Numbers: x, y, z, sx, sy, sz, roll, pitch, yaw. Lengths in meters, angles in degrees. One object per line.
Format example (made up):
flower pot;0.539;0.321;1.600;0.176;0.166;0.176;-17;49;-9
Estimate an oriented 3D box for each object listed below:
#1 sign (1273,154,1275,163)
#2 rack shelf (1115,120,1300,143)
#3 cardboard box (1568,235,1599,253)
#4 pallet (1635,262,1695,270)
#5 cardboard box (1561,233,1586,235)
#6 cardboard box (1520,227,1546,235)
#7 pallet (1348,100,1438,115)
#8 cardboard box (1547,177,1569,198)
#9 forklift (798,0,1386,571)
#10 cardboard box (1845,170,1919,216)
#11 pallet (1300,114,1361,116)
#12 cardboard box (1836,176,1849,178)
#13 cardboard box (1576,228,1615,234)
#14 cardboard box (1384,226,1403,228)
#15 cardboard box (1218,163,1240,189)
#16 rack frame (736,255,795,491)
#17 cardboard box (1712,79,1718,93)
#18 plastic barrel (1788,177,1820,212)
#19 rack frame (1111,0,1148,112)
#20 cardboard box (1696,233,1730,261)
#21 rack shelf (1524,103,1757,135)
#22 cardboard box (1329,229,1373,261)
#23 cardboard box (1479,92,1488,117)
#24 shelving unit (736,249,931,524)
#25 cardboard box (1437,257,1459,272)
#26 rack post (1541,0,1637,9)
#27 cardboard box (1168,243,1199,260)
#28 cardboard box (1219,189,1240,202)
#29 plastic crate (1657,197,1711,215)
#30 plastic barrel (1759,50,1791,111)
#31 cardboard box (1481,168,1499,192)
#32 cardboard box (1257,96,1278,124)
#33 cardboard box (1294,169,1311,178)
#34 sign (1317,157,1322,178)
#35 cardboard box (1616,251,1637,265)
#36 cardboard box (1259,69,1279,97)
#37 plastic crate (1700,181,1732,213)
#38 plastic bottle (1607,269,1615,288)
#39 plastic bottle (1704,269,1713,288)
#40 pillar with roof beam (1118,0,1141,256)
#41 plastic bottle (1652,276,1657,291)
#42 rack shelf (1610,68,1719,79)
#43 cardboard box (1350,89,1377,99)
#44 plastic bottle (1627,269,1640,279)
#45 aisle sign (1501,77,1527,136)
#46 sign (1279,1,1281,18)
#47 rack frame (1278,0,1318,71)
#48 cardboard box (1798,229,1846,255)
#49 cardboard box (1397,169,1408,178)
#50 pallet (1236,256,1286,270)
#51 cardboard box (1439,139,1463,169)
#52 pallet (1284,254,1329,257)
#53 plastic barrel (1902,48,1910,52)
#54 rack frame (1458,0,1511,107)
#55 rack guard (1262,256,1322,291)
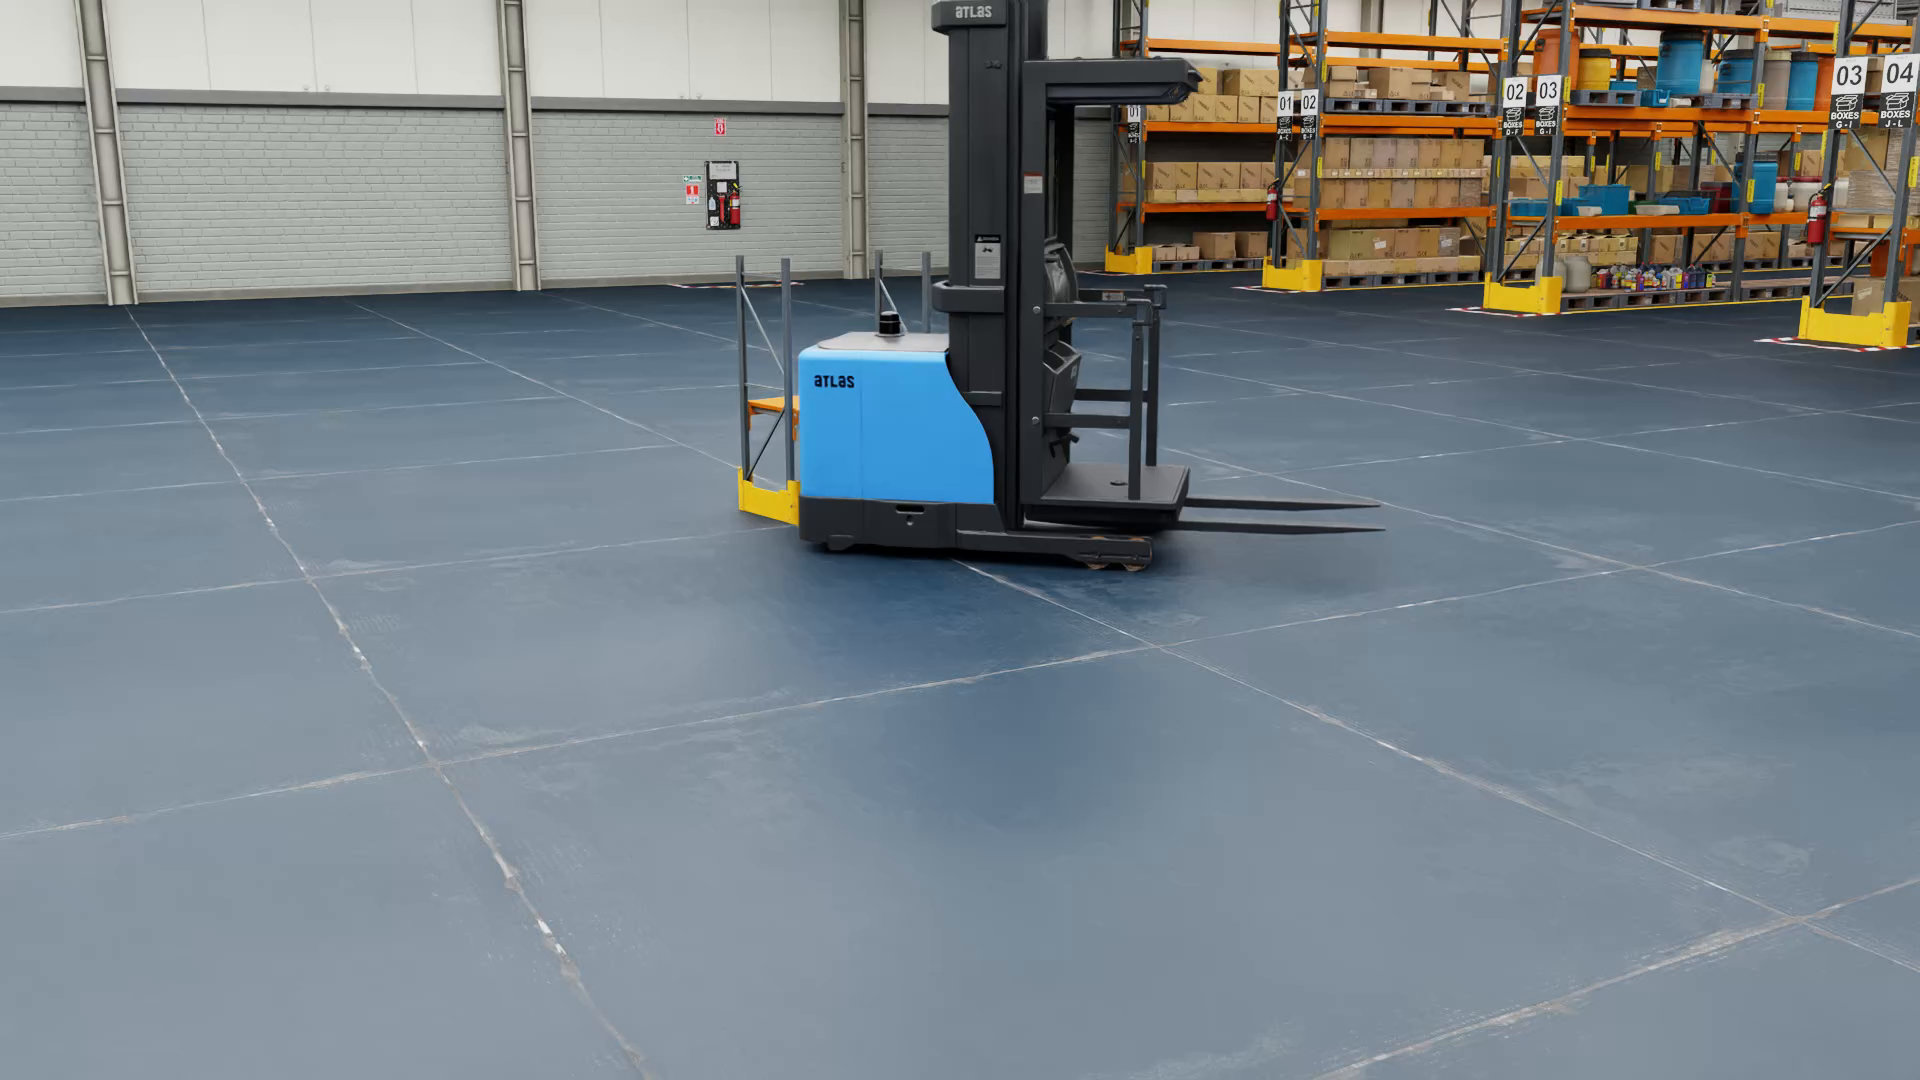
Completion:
sign;6.417;-7.714;33.917;0.005;0.325;0.100;-7;14;-28
rack shelf;4.931;-7.945;32.386;4.000;0.370;1.077;-7;14;-28
cardboard box;11.335;-5.435;30.457;0.500;0.311;0.500;-7;14;-28
pallet;13.248;-5.220;31.823;1.213;0.211;1.003;-7;14;-28
cardboard box;11.517;-5.591;31.149;0.500;0.311;0.500;-7;15;-29
cardboard box;12.421;-6.853;36.667;0.750;0.750;0.750;-6;14;-26
pallet;7.257;-7.286;28.024;1.213;0.211;1.003;-7;14;-28
cardboard box;10.647;-6.323;30.145;0.500;0.500;0.500;-7;14;-28
forklift;0.715;-1.402;8.662;3.031;2.935;1.130;3;13;11
cardboard box;10.791;-4.005;19.166;0.500;0.500;0.875;-7;14;-28
pallet;7.279;-8.459;33.459;1.003;0.211;1.213;-7;14;-28
cardboard box;17.551;-7.087;33.538;0.500;0.500;0.500;-7;14;-28
cardboard box;14.414;-6.929;37.801;0.500;0.500;0.700;-7;14;-27
cardboard box;7.628;-5.224;29.088;0.500;0.500;0.500;-7;14;-28
cardboard box;5.081;-7.076;32.309;0.500;0.500;0.500;-6;14;-26
rack frame;-1.118;-0.870;9.561;0.032;1.500;0.500;-11;17;-40
cardboard box;14.438;-8.516;31.875;0.600;0.600;0.600;-7;15;-30
plastic barrel;13.022;-5.335;25.675;0.433;0.535;0.433;0;13;0
rack frame;3.175;-9.549;31.042;0.127;3.000;1.000;-7;14;-28
cardboard box;14.466;-5.661;32.123;0.500;0.500;0.500;-7;15;-30
rack shelf;9.678;-6.035;23.902;4.000;0.370;1.077;-7;14;-28
cardboard box;6.567;-4.963;27.930;0.500;0.500;0.500;-7;14;-28
cardboard box;11.035;-9.318;35.621;0.500;0.500;0.700;-8;15;-31
shelving unit;-0.727;-0.945;9.892;1.083;1.500;0.587;-11;17;-40
cardboard box;8.317;-4.810;28.957;0.500;0.250;0.500;-7;14;-28
rack post;8.647;-7.450;22.858;0.954;0.300;0.937;-5;14;-22
cardboard box;4.326;-5.640;32.461;0.500;0.311;0.500;-6;14;-23
cardboard box;5.100;-6.711;32.394;0.500;0.250;0.500;-7;14;-27
plastic crate;10.592;-4.892;24.354;0.616;0.251;0.499;-7;14;-28
plastic barrel;12.350;-7.005;25.432;0.600;0.901;0.600;0;13;0
cardboard box;11.210;-7.722;35.640;0.500;0.500;0.500;-6;14;-26
cardboard box;5.912;-8.413;32.555;0.500;0.500;0.500;-8;15;-33
cardboard box;5.796;-6.110;27.720;0.250;0.149;0.380;-7;15;-29
sign;5.813;-6.021;26.879;0.005;0.325;0.100;-7;14;-28
cardboard box;12.229;-5.270;31.001;0.500;0.250;0.500;-6;14;-27
cardboard box;5.898;-8.887;32.386;0.500;0.500;0.500;-6;14;-25
plastic crate;11.712;-5.275;25.569;0.583;0.464;0.402;-7;14;-28
plastic bottle;9.680;-3.912;24.861;0.135;0.276;0.152;-7;15;-29
plastic bottle;11.169;-3.909;24.830;0.133;0.283;0.061;-6;14;-25
pillar with roof beam;5.438;-8.959;28.424;0.400;9.000;9.100;-7;14;-28
plastic bottle;10.139;-3.750;24.310;0.097;0.201;0.097;0;13;0
rack shelf;15.464;-10.475;37.710;4.000;0.370;1.077;-7;14;-28
cardboard box;6.669;-7.371;27.497;0.250;0.149;0.380;-7;14;-28
plastic bottle;10.080;-3.924;24.914;0.135;0.276;0.152;-7;14;-28
aisle sign;7.717;-6.031;23.153;0.004;0.787;0.394;-7;14;-28
sign;6.415;-10.609;33.265;0.005;0.325;0.100;-7;14;-28
rack frame;6.686;-9.969;32.912;0.127;3.000;1.000;-7;14;-28
cardboard box;17.732;-6.125;34.179;0.637;0.503;0.797;-7;14;-28
cardboard box;7.349;-6.194;28.095;0.250;0.149;0.380;-7;14;-27
pallet;6.114;-5.605;33.533;1.213;0.211;1.003;-7;14;-28
cardboard box;8.234;-6.669;28.727;0.500;0.500;0.700;-7;14;-28
pallet;7.369;-5.764;34.242;1.213;0.211;1.003;-7;14;-28
plastic barrel;15.444;-7.491;26.797;0.708;0.830;0.600;-7;14;-28
rack frame;9.063;-9.015;28.672;0.127;3.000;1.000;-7;14;-28
rack guard;5.531;-4.446;27.724;0.348;0.500;1.175;-7;14;-28
